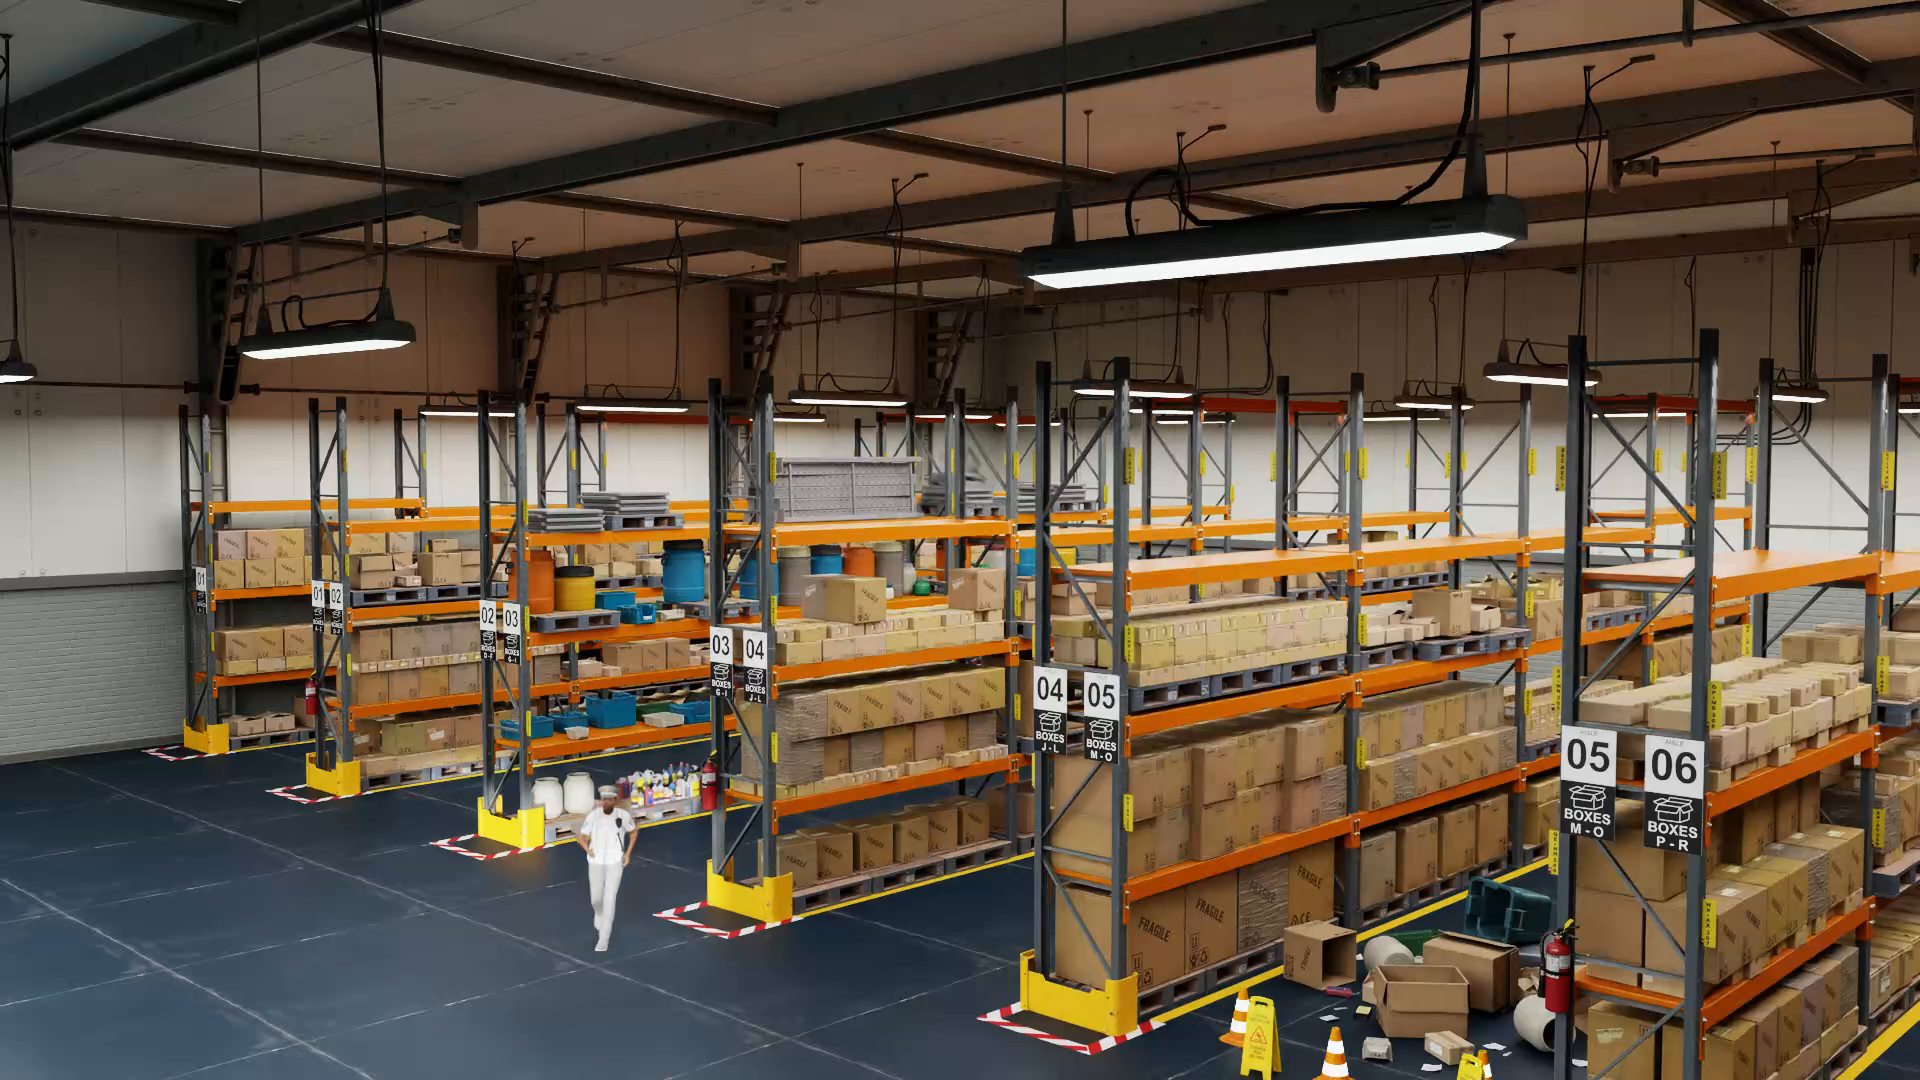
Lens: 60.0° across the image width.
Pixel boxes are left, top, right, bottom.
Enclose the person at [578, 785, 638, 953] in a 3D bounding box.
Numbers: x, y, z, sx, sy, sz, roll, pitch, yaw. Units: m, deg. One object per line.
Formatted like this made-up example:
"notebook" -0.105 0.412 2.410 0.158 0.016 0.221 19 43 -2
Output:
"person" -3.710 3.397 17.530 0.603 1.691 0.866 0 3 -4
